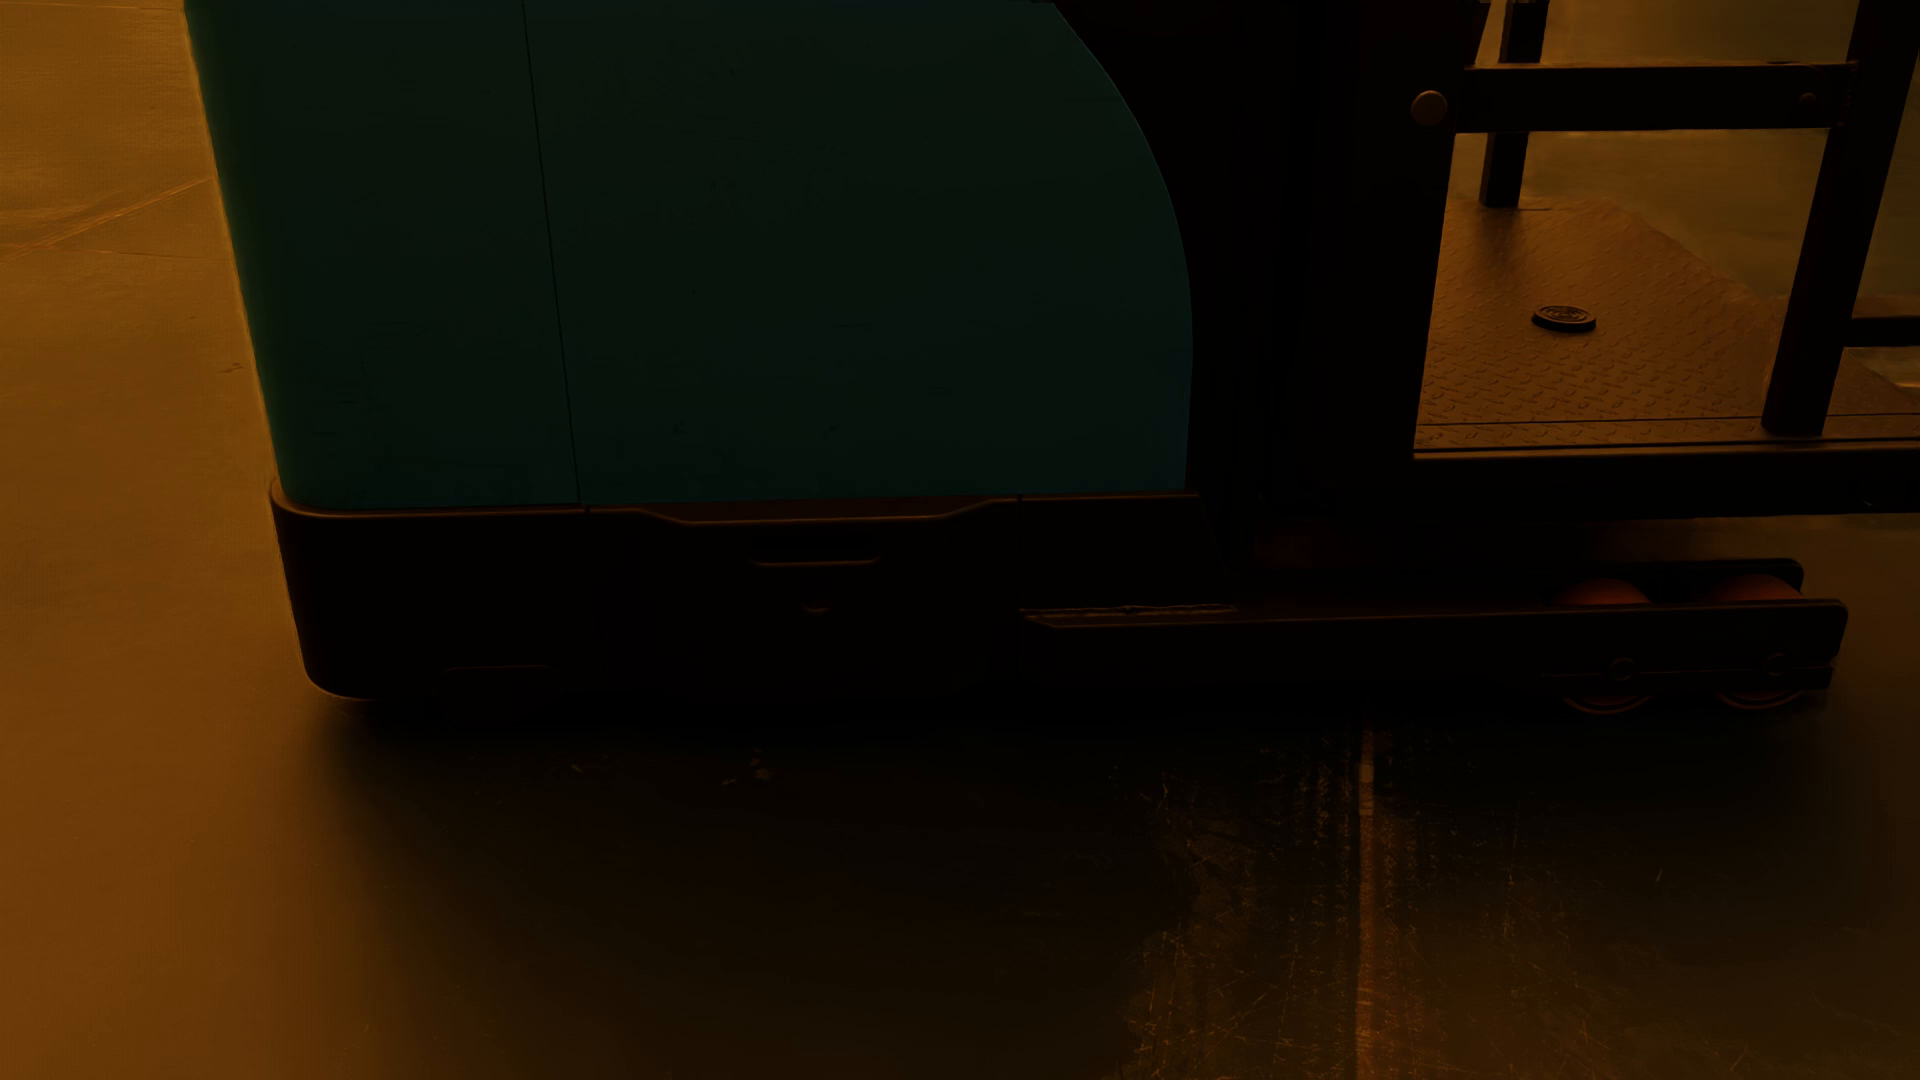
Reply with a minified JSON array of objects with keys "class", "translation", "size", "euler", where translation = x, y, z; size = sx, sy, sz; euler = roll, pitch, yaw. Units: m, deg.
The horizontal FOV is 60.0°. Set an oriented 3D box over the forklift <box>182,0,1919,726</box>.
[{"class":"forklift","translation":[0.682,-1.329,1.881],"size":[3.031,2.935,1.130],"euler":[-2,27,-3]}]
